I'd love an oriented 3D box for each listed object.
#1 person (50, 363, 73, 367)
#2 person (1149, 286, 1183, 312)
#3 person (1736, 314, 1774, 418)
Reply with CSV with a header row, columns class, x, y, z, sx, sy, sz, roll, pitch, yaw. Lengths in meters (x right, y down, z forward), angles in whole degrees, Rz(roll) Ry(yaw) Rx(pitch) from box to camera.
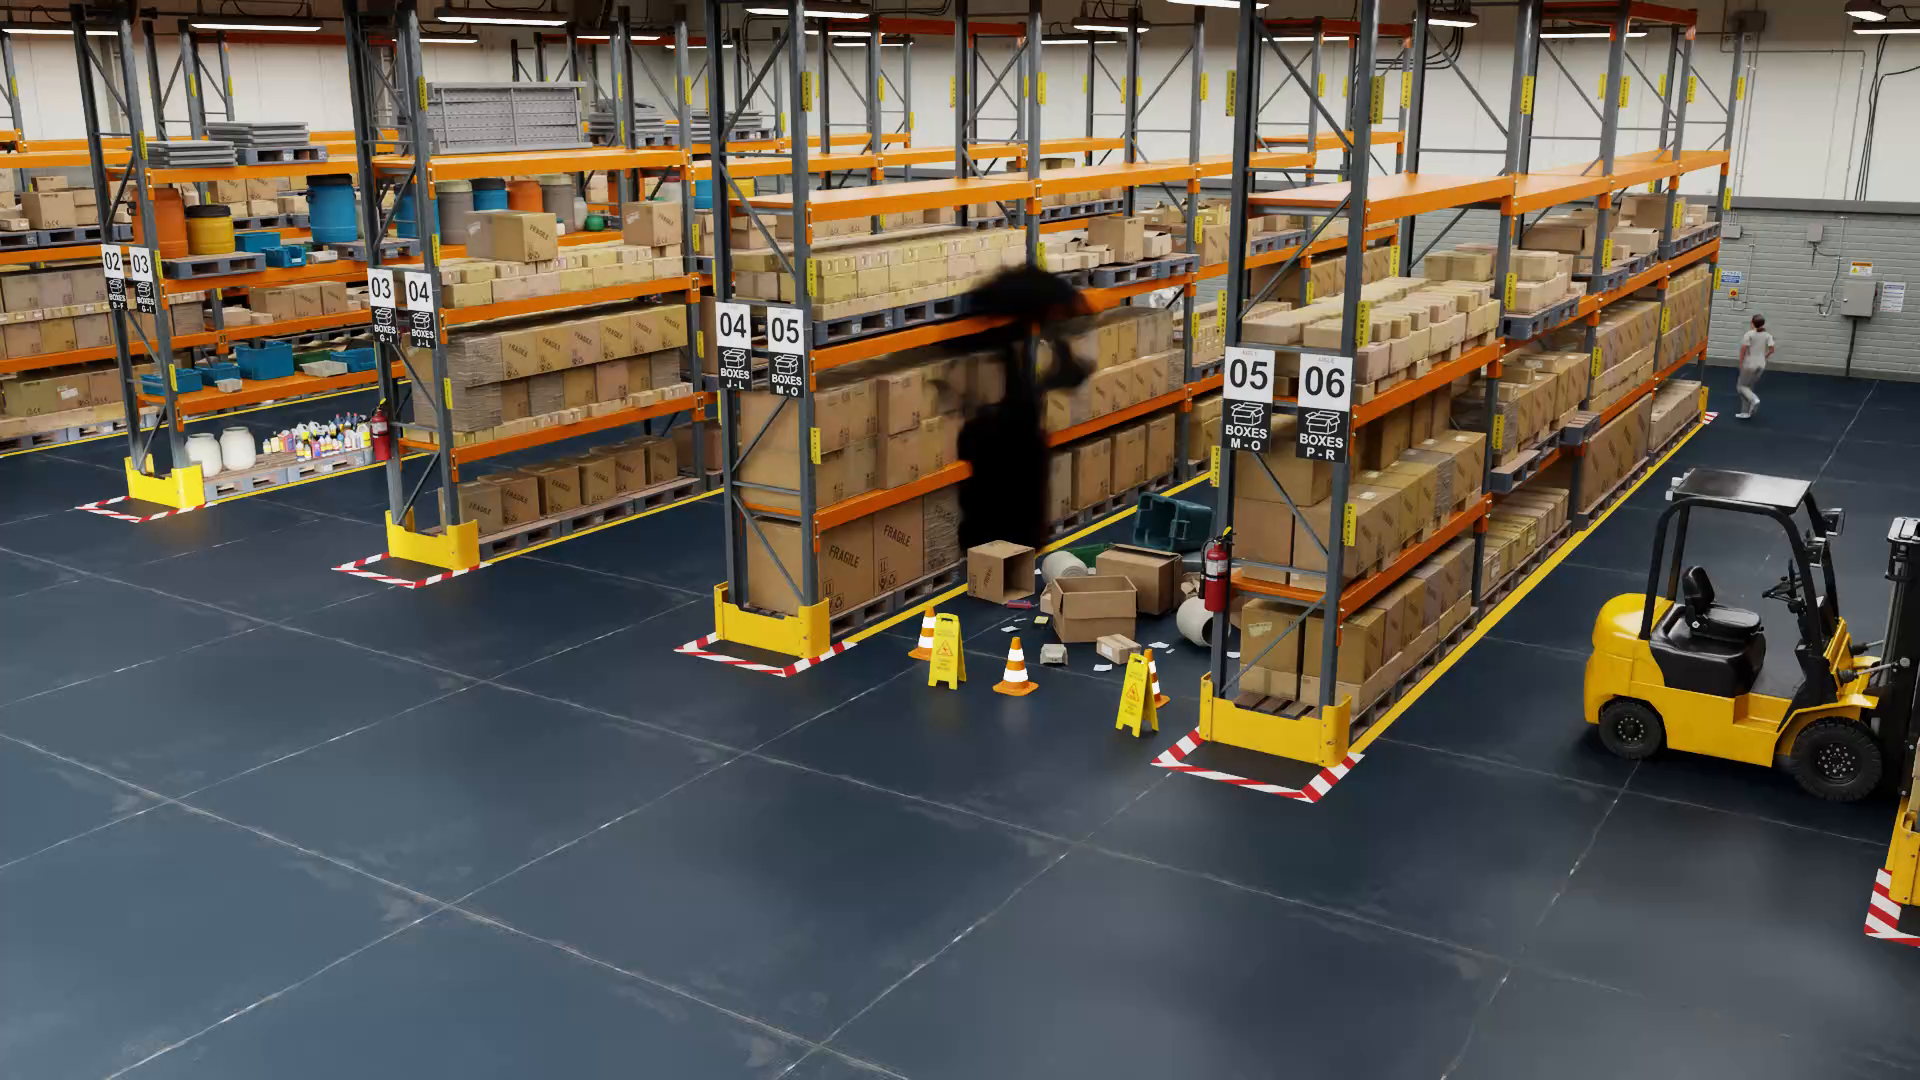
class,x,y,z,sx,sy,sz,roll,pitch,yaw
person,-14.273,-2.941,26.542,0.711,1.764,0.918,6,16,19
person,3.917,-4.213,31.252,0.627,1.648,0.641,-5,16,-16
person,12.364,-2.671,25.831,0.575,1.640,0.603,-2,16,-9
